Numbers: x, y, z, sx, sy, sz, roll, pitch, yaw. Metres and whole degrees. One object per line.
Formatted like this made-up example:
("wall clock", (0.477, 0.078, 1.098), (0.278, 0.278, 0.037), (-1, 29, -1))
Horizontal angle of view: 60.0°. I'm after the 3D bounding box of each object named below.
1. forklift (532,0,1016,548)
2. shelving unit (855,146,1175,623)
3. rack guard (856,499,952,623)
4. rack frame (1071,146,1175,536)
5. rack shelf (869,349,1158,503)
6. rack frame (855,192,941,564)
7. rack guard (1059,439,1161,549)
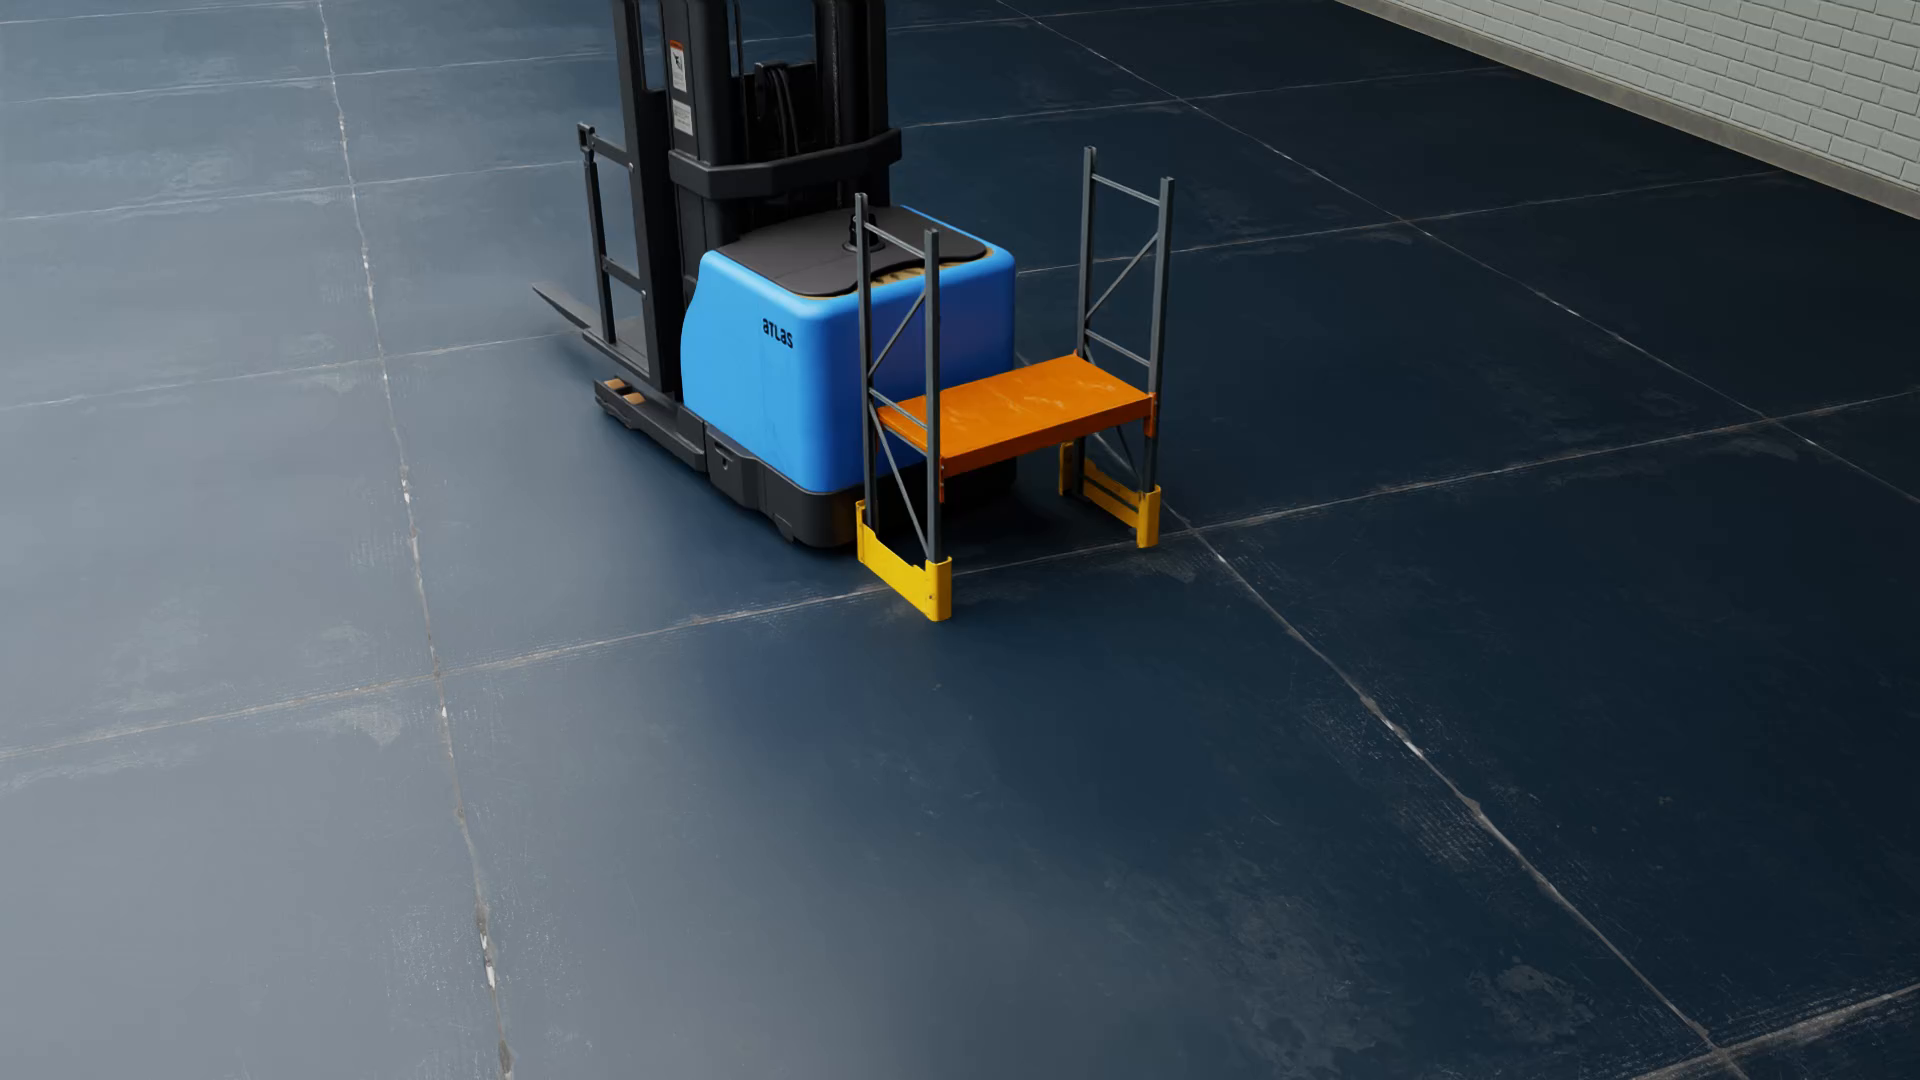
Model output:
("forklift", (-1.049, -1.913, 7.147), (1.130, 2.935, 3.031), (-20, 36, -32))
("shelving unit", (0.195, -0.608, 6.303), (1.083, 1.500, 0.587), (-18, 34, -29))
("rack guard", (-0.219, 0.071, 6.372), (0.087, 0.250, 0.587), (-18, 34, -29))
("rack frame", (0.626, -0.750, 6.552), (0.032, 1.500, 0.500), (-18, 34, -29))
("rack shelf", (0.203, -0.455, 6.396), (1.000, 0.185, 0.538), (-18, 34, -29))
("rack frame", (-0.220, -0.471, 6.062), (0.032, 1.500, 0.500), (-18, 34, -29))
("rack guard", (0.609, -0.202, 6.852), (0.087, 0.250, 0.587), (-18, 34, -29))
